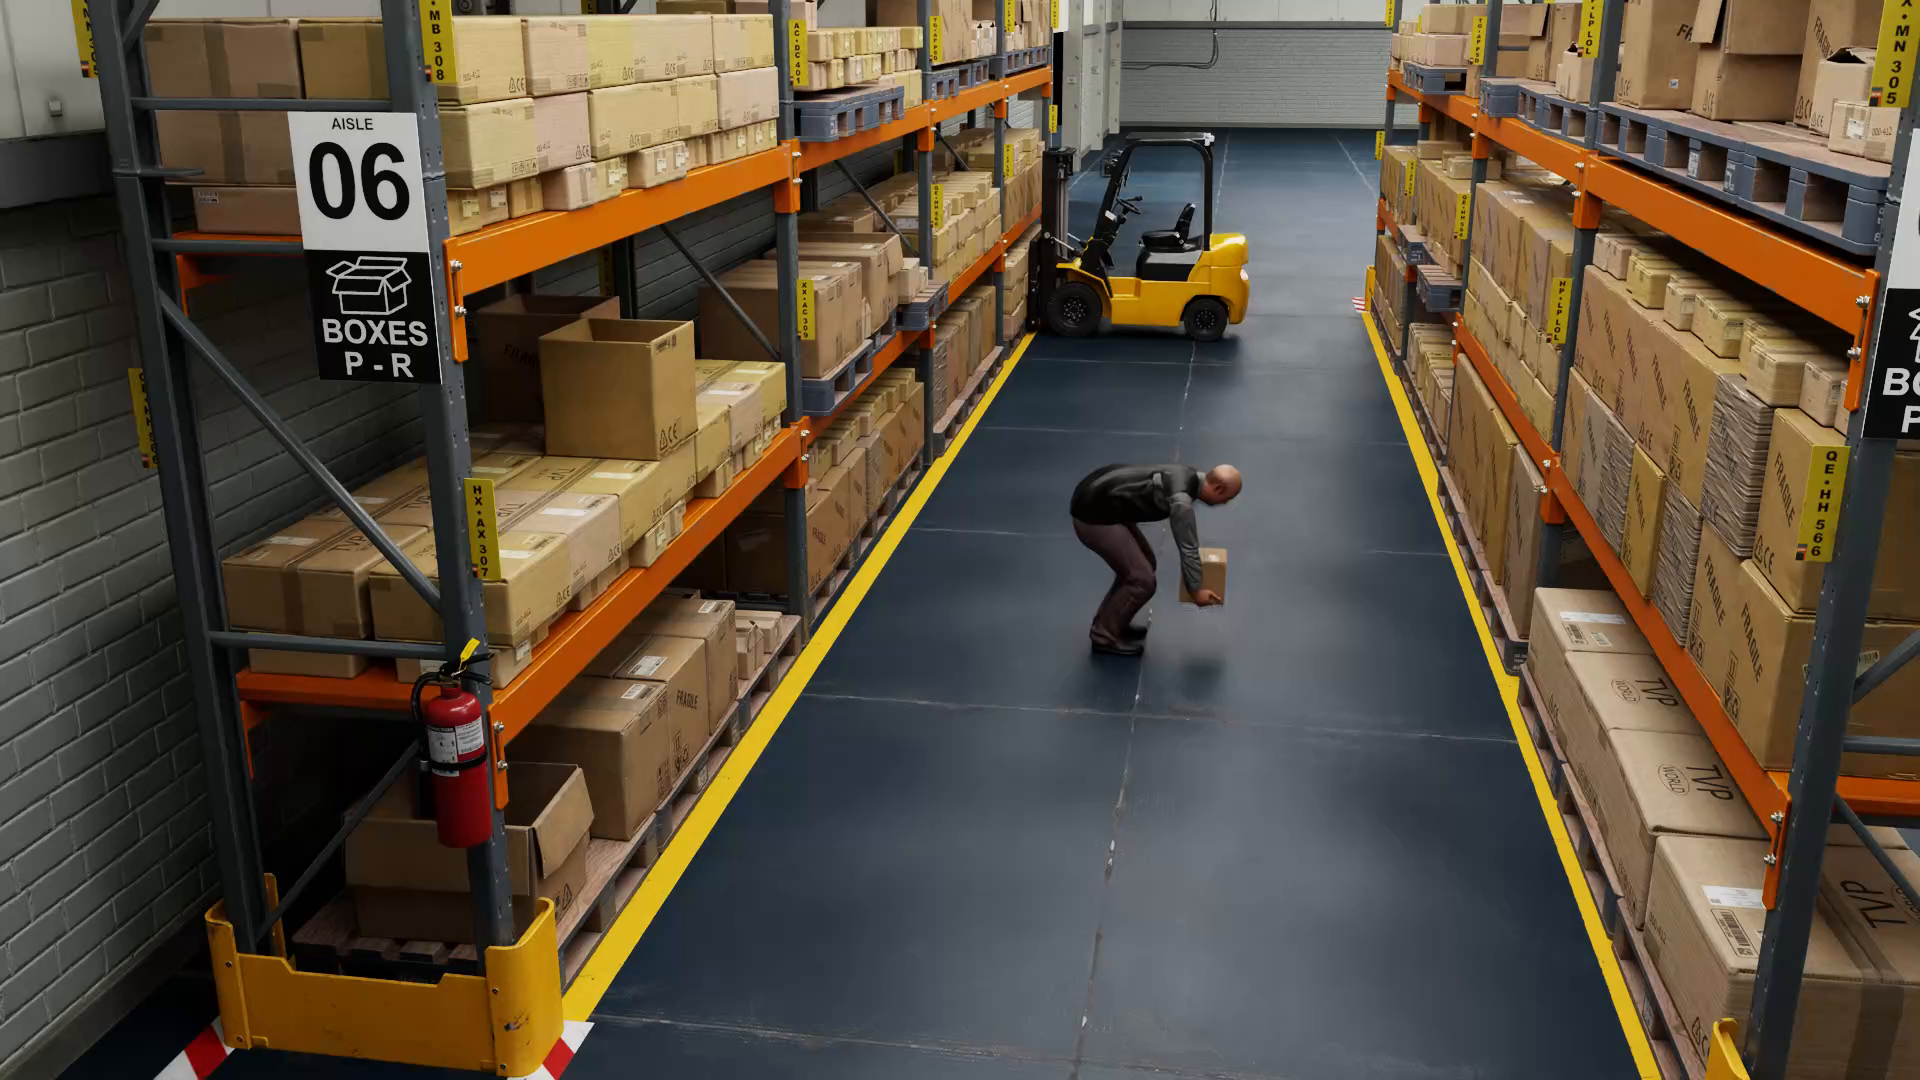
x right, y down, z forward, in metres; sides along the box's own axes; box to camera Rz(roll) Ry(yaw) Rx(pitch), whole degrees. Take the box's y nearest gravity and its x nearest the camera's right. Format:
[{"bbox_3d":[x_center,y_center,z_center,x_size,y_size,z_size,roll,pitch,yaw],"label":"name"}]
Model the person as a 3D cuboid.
[{"bbox_3d":[1.088,0.083,9.369,0.948,1.093,0.499,2,18,6],"label":"person"}]
